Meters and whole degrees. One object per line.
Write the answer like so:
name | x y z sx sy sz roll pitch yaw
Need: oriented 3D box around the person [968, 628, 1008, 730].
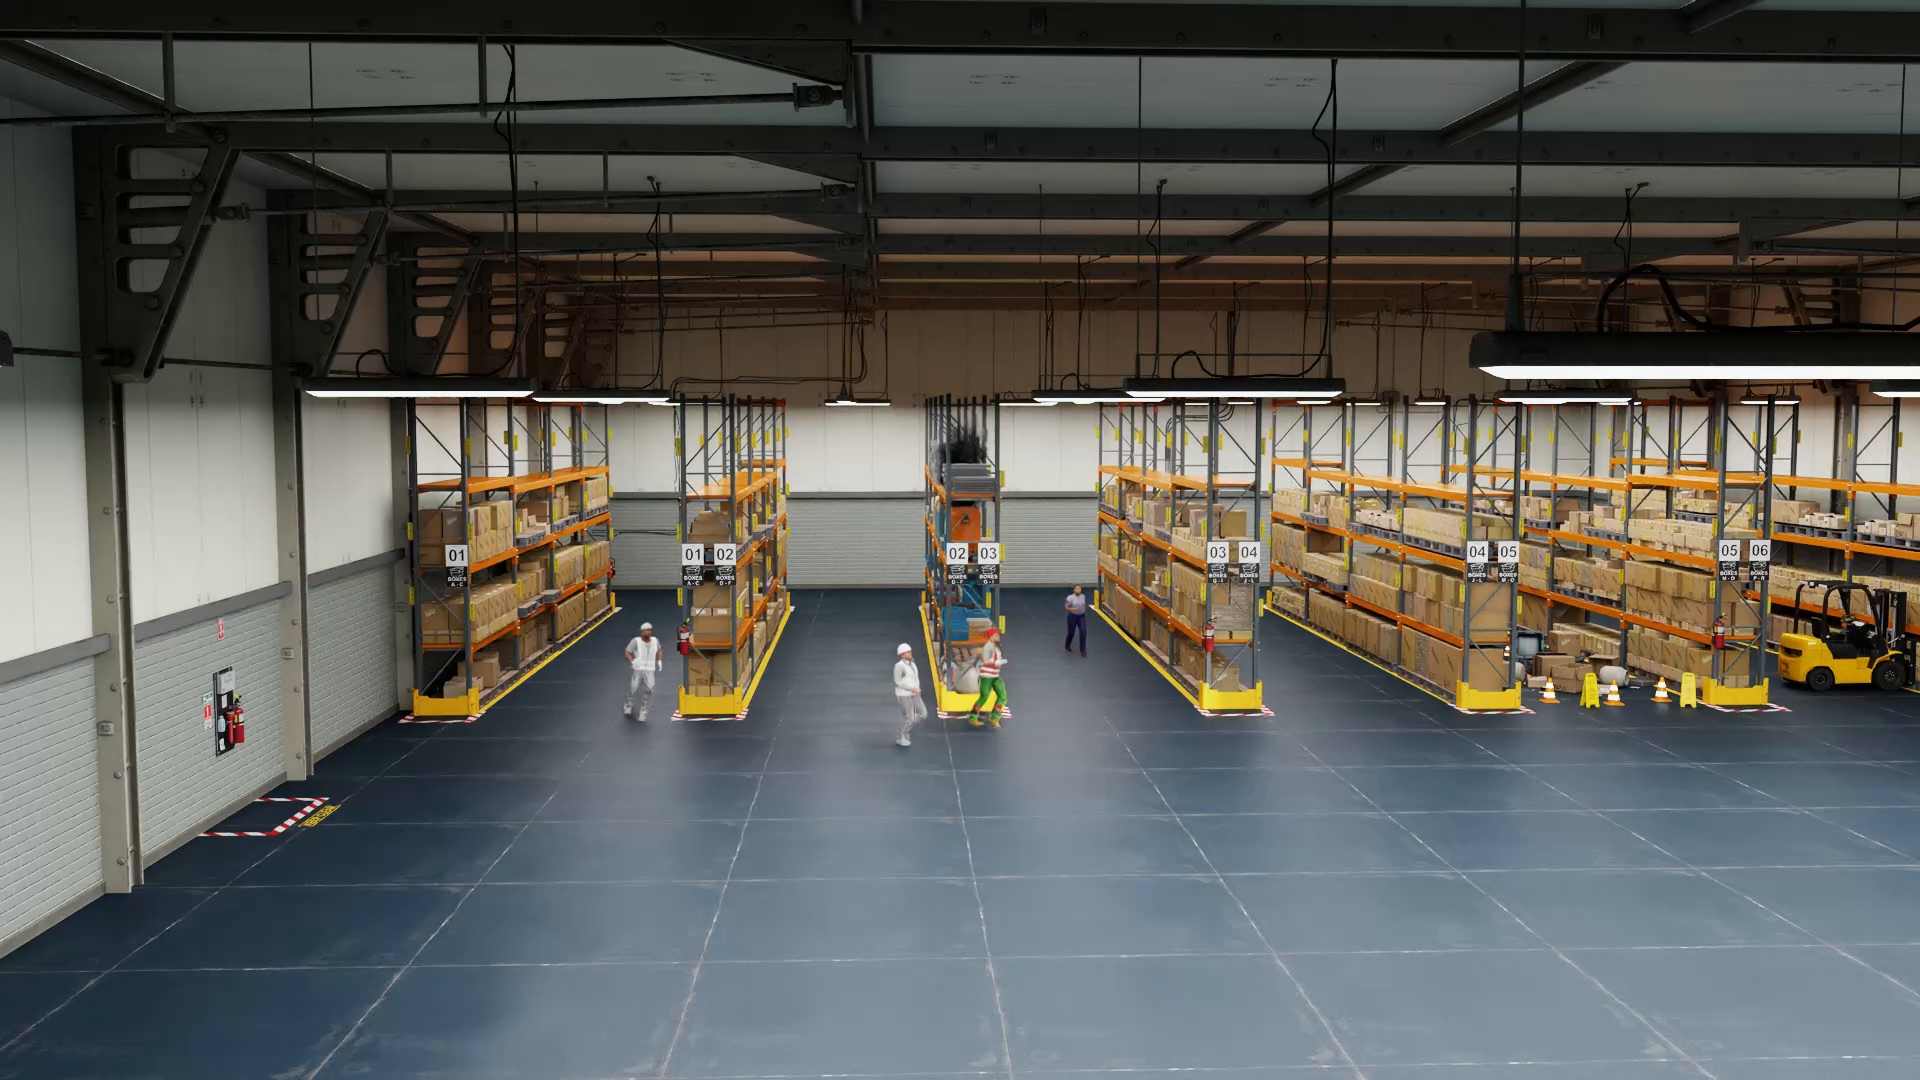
person | 0.563 2.491 29.795 0.736 1.836 0.654 2 5 27

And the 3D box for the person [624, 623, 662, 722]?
person | -5.833 2.429 30.719 0.744 1.810 0.702 -2 5 -24

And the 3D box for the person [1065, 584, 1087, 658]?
person | 2.689 1.852 38.623 0.568 1.654 0.901 -1 5 -15

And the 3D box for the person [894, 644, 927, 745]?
person | -0.857 2.622 28.301 0.542 1.731 0.672 2 5 27
